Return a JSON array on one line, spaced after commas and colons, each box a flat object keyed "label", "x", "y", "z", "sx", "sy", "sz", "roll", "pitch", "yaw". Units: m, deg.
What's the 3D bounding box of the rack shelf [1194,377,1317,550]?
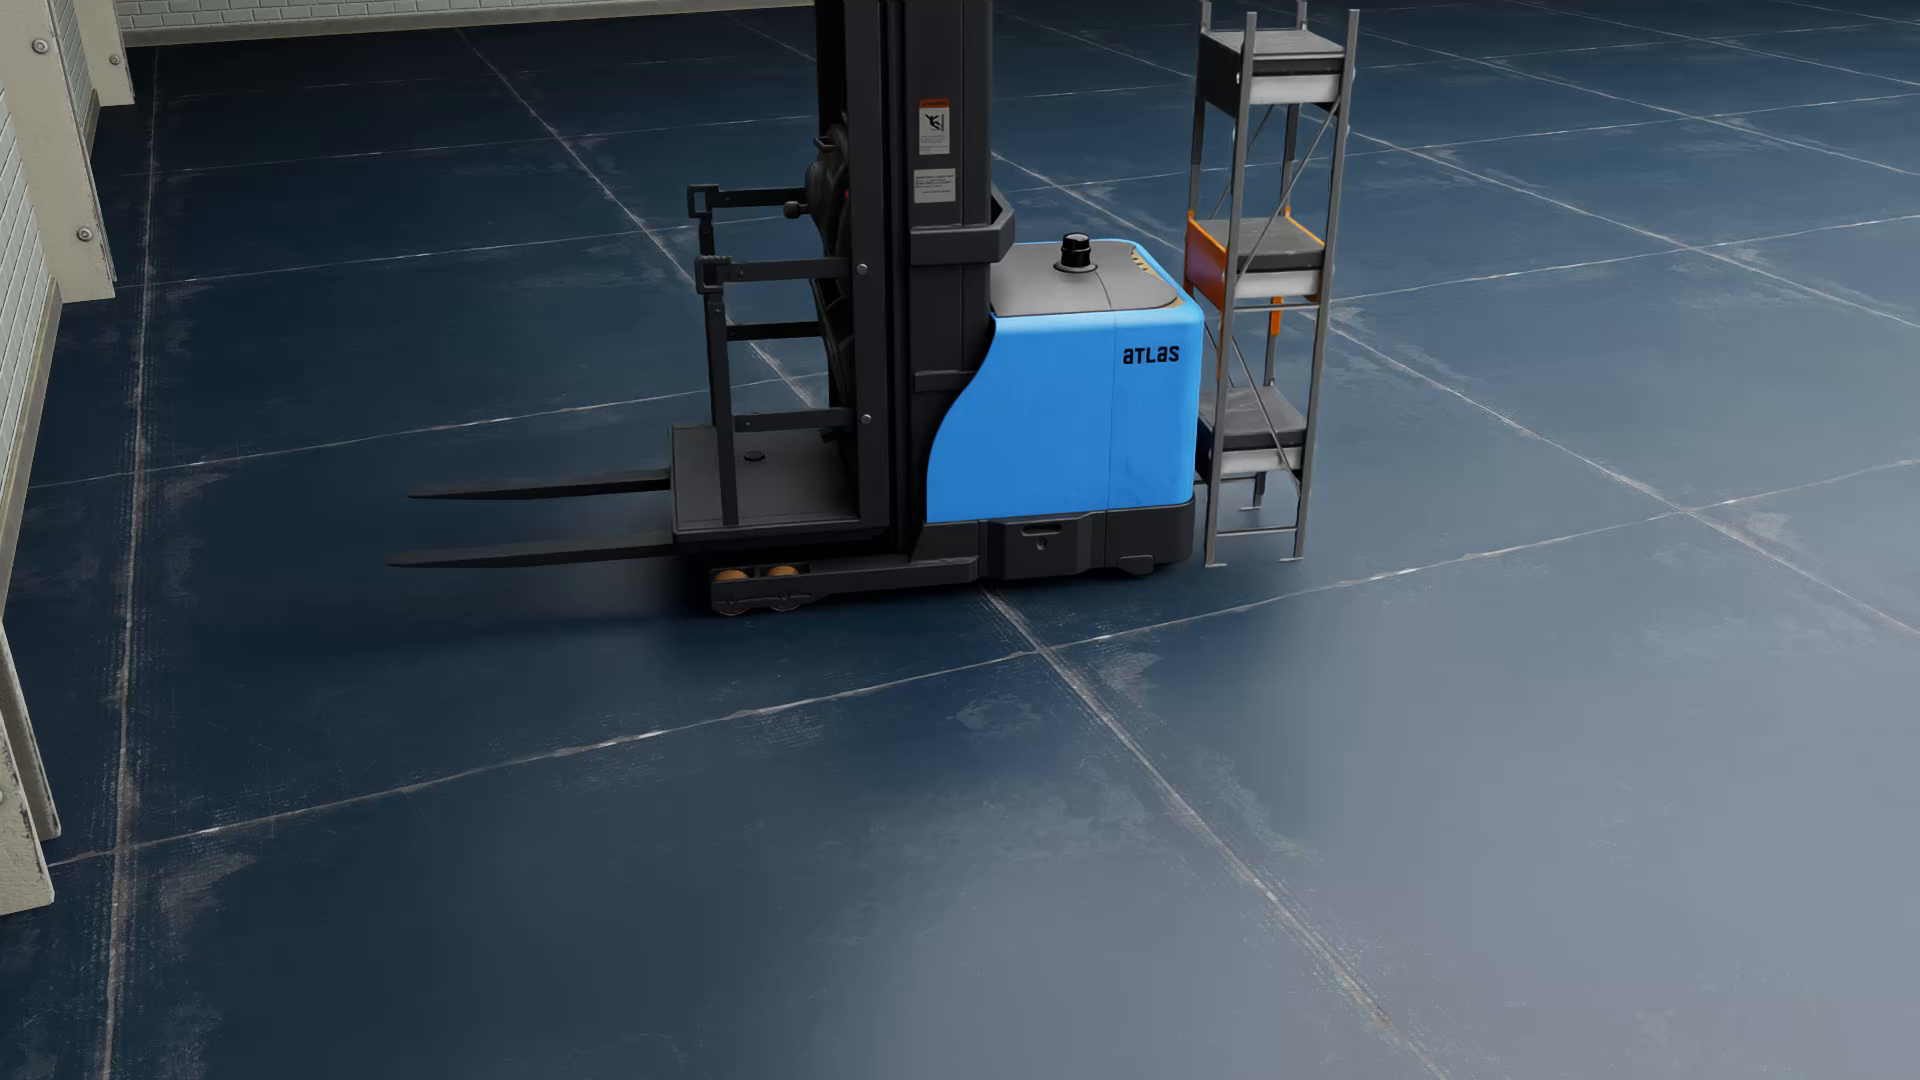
[{"label": "rack shelf", "x": 1.115, "y": -0.312, "z": 6.621, "sx": 0.431, "sy": 0.518, "sz": 0.480, "roll": -4, "pitch": 26, "yaw": -9}]

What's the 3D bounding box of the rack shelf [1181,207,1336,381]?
[{"label": "rack shelf", "x": 1.117, "y": -0.942, "z": 6.315, "sx": 0.431, "sy": 0.518, "sz": 0.480, "roll": -4, "pitch": 26, "yaw": -9}]

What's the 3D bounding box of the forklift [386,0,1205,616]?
[{"label": "forklift", "x": -0.657, "y": -1.287, "z": 6.045, "sx": 3.031, "sy": 2.935, "sz": 1.130, "roll": -4, "pitch": 26, "yaw": -9}]

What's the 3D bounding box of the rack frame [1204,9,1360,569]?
[{"label": "rack frame", "x": 1.159, "y": -0.848, "z": 6.093, "sx": 0.400, "sy": 2.100, "sz": 0.015, "roll": -4, "pitch": 26, "yaw": -9}]

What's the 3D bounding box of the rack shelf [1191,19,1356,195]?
[{"label": "rack shelf", "x": 1.119, "y": -1.571, "z": 6.008, "sx": 0.431, "sy": 0.518, "sz": 0.480, "roll": -4, "pitch": 26, "yaw": -9}]

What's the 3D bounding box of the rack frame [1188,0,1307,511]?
[{"label": "rack frame", "x": 1.075, "y": -1.059, "z": 6.525, "sx": 0.400, "sy": 2.100, "sz": 0.015, "roll": -4, "pitch": 26, "yaw": -9}]

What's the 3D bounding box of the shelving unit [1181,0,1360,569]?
[{"label": "shelving unit", "x": 1.117, "y": -0.954, "z": 6.309, "sx": 0.431, "sy": 2.100, "sz": 0.503, "roll": -4, "pitch": 26, "yaw": -9}]

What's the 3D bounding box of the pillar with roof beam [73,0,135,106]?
[{"label": "pillar with roof beam", "x": -3.501, "y": -8.663, "z": 14.236, "sx": 9.100, "sy": 9.000, "sz": 0.400, "roll": -11, "pitch": 28, "yaw": -21}]

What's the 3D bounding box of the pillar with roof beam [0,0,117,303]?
[{"label": "pillar with roof beam", "x": -1.151, "y": -6.240, "z": 9.275, "sx": 9.100, "sy": 9.000, "sz": 0.400, "roll": -11, "pitch": 28, "yaw": -21}]
